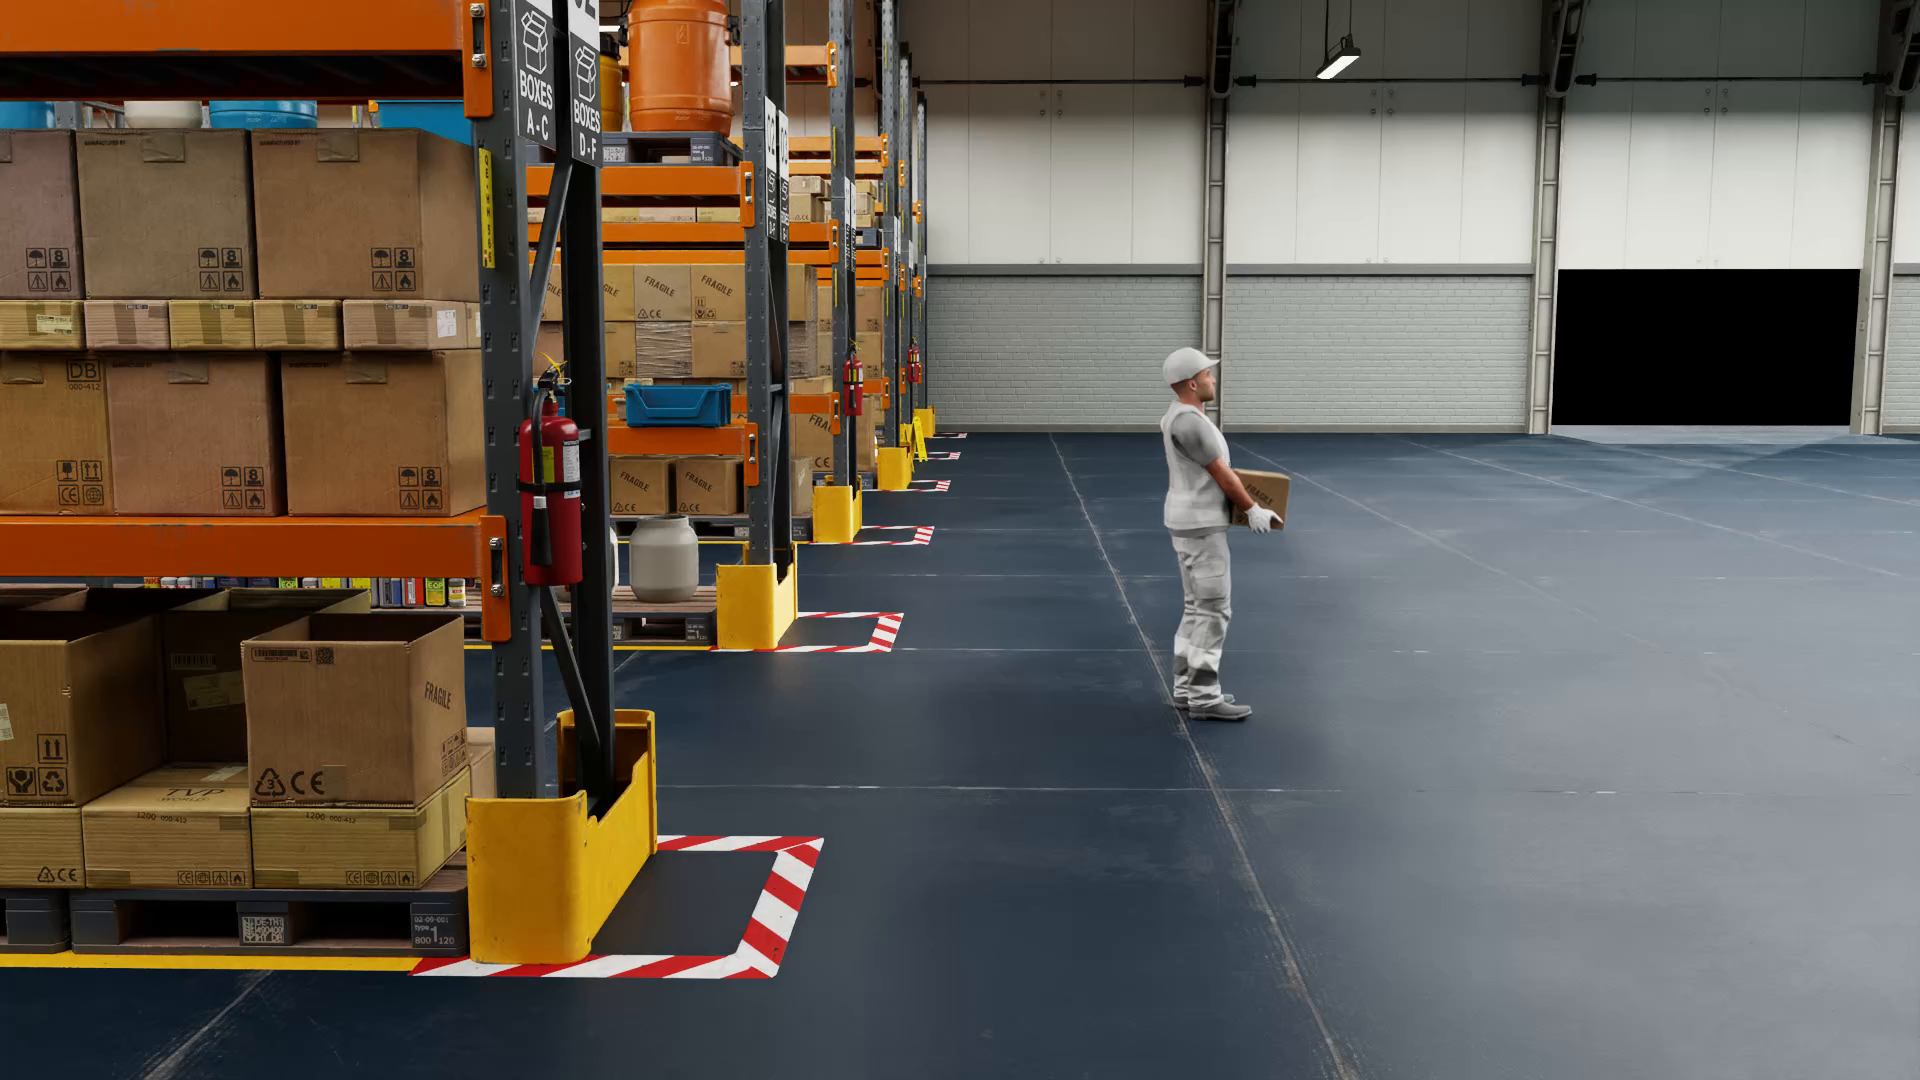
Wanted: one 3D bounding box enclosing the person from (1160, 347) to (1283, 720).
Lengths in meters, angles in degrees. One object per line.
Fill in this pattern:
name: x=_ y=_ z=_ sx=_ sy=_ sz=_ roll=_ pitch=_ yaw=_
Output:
person: x=1.254 y=-0.035 z=8.054 sx=0.561 sy=1.785 sz=0.497 roll=0 pitch=7 yaw=1
